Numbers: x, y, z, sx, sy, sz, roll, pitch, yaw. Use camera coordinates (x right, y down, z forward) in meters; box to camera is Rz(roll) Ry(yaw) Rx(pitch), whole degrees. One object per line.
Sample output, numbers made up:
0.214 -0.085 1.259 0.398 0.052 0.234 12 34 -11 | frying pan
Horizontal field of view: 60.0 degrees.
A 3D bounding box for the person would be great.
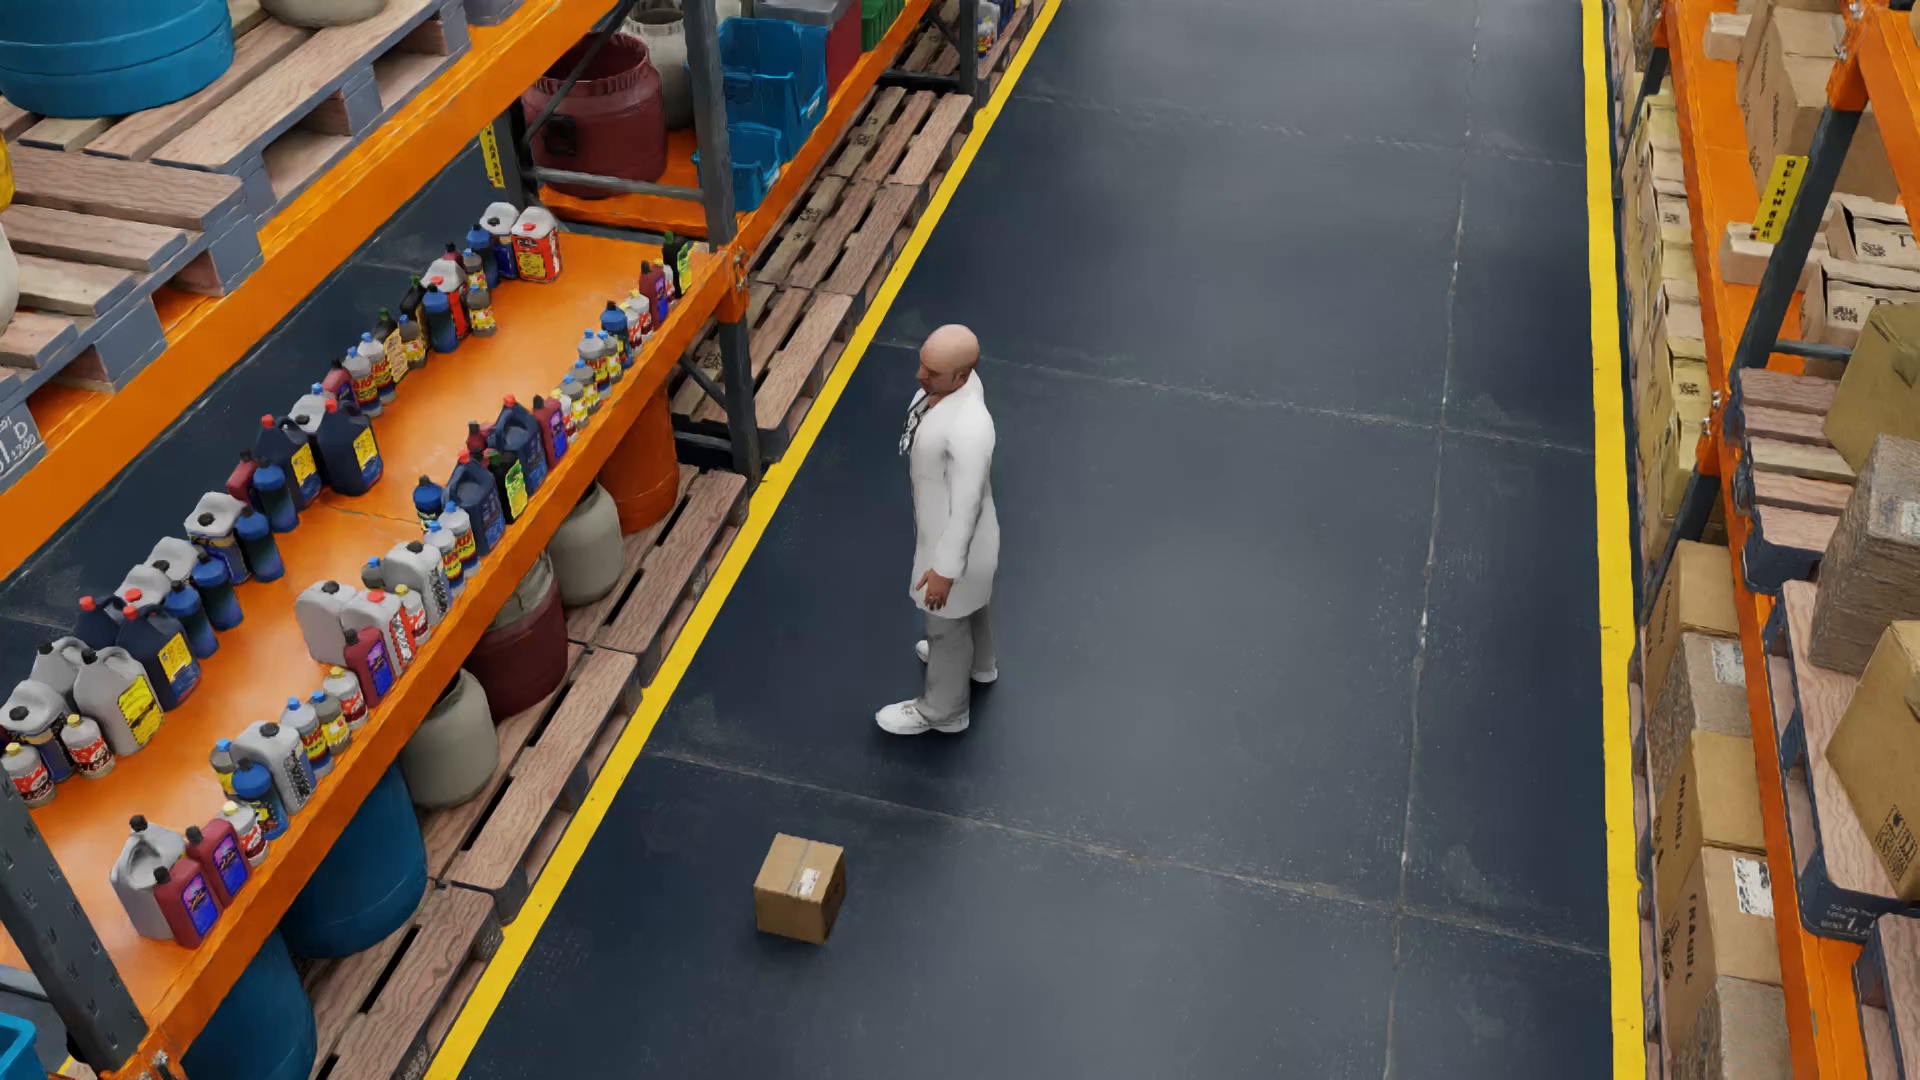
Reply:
-0.092 -0.030 6.156 0.520 1.790 0.647 -4 41 -5 | person
